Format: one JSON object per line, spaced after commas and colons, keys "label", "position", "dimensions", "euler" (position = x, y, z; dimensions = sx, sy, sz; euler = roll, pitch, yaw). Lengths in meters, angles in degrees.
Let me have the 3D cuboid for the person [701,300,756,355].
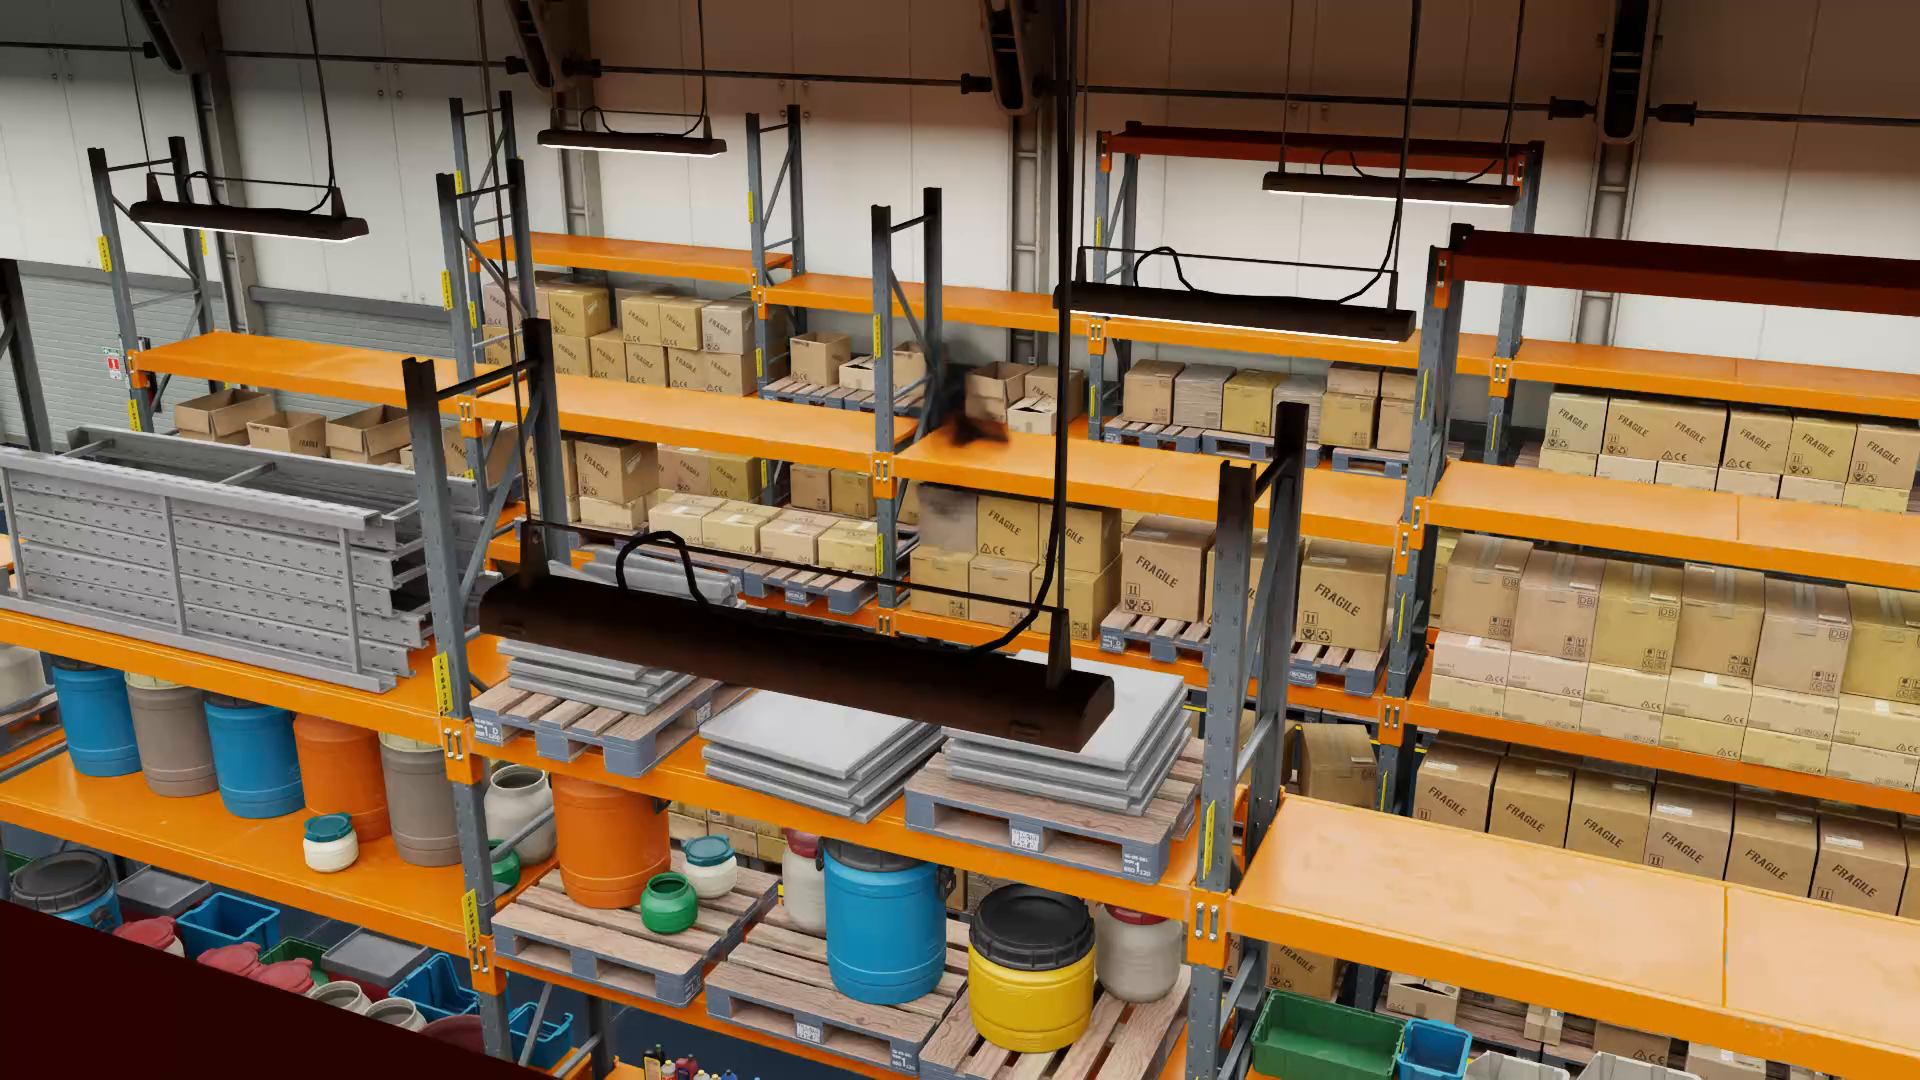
{"label": "person", "position": [-8.320, 1.197, 14.109], "dimensions": [14.499, 3.808, 9.738], "euler": [-5, 21, -12]}
